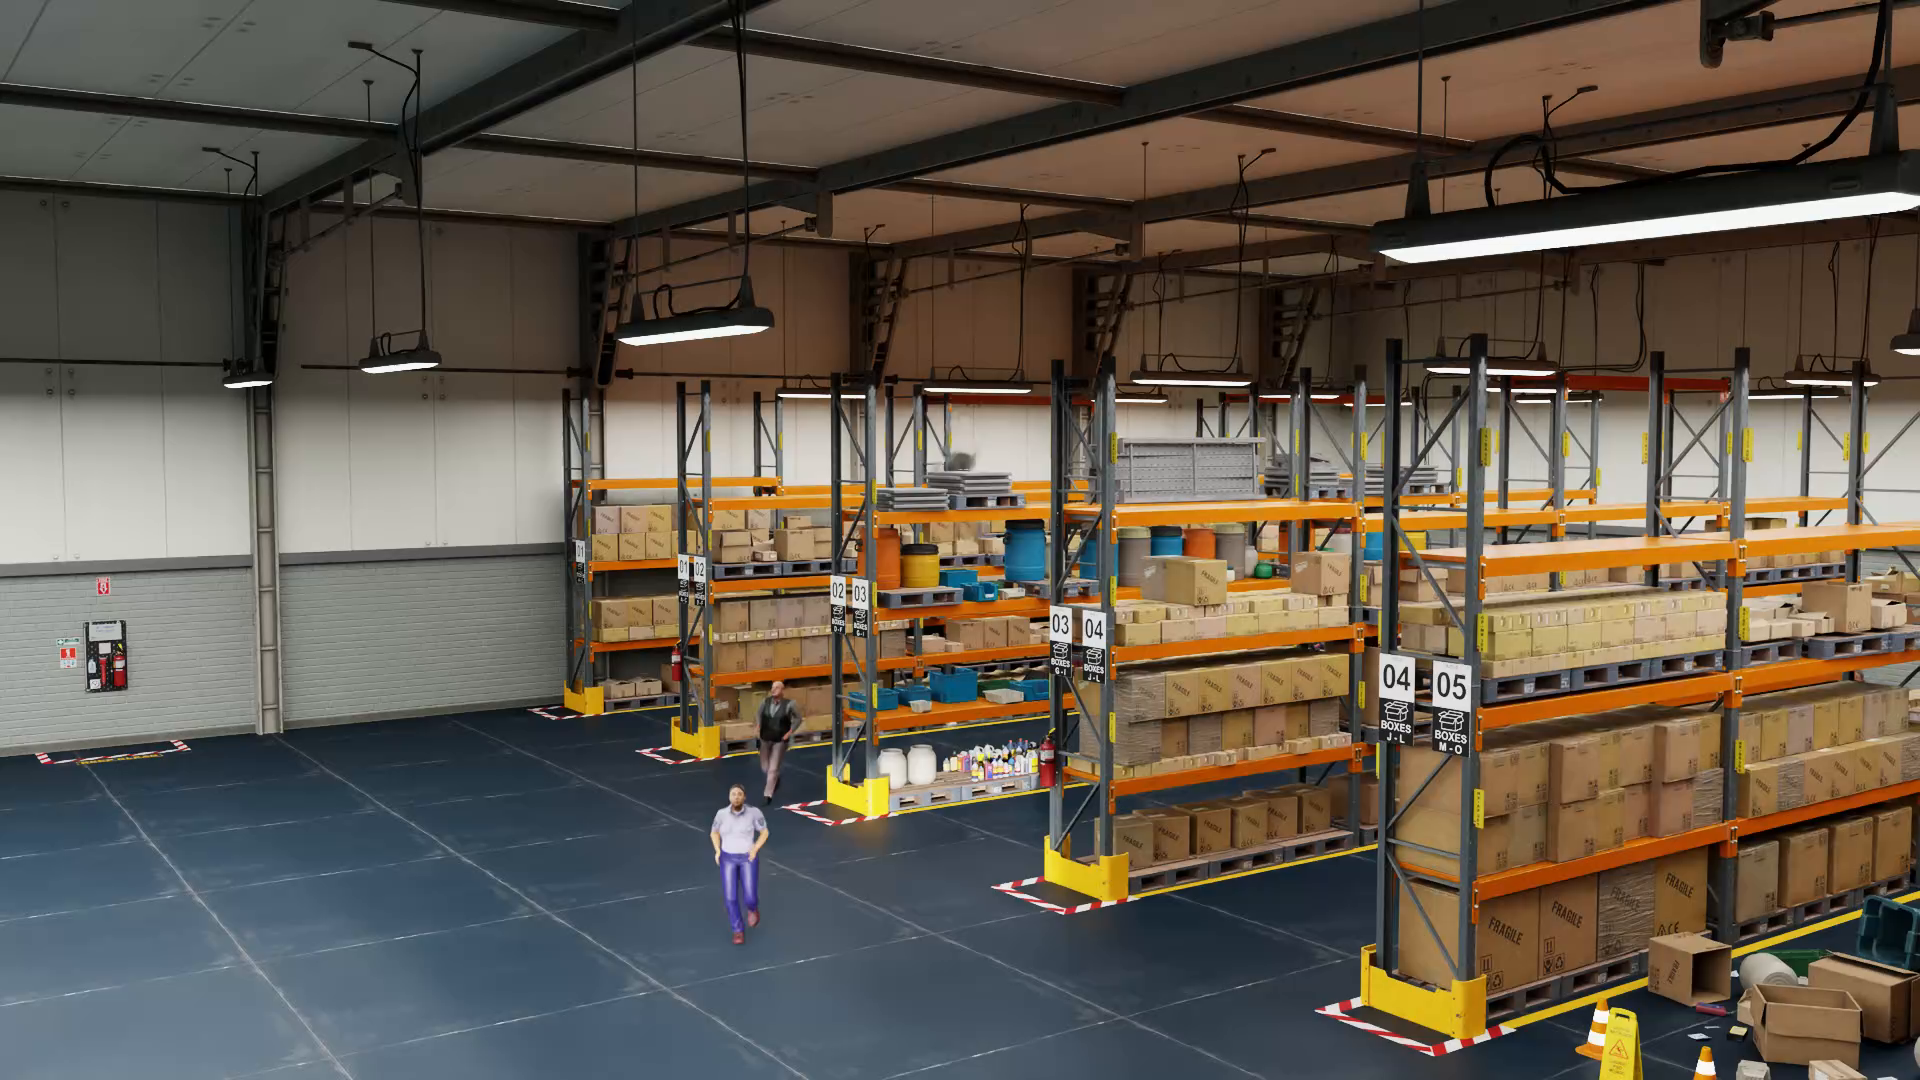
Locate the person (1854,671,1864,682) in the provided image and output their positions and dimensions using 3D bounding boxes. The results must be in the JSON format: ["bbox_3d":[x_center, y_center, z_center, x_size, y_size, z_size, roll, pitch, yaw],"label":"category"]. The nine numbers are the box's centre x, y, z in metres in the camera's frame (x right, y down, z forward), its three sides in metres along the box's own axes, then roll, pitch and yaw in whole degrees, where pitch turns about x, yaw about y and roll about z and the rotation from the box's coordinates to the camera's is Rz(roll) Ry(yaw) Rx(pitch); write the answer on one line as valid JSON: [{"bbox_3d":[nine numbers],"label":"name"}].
[{"bbox_3d":[13.404,2.760,24.919,0.546,1.605,0.572,-3,5,-42],"label":"person"}]

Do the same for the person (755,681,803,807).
[{"bbox_3d":[-2.555,2.827,23.346,0.674,1.717,0.809,1,4,18],"label":"person"}]

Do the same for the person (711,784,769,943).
[{"bbox_3d":[-2.255,3.280,16.978,0.594,1.590,0.556,0,4,0],"label":"person"}]
